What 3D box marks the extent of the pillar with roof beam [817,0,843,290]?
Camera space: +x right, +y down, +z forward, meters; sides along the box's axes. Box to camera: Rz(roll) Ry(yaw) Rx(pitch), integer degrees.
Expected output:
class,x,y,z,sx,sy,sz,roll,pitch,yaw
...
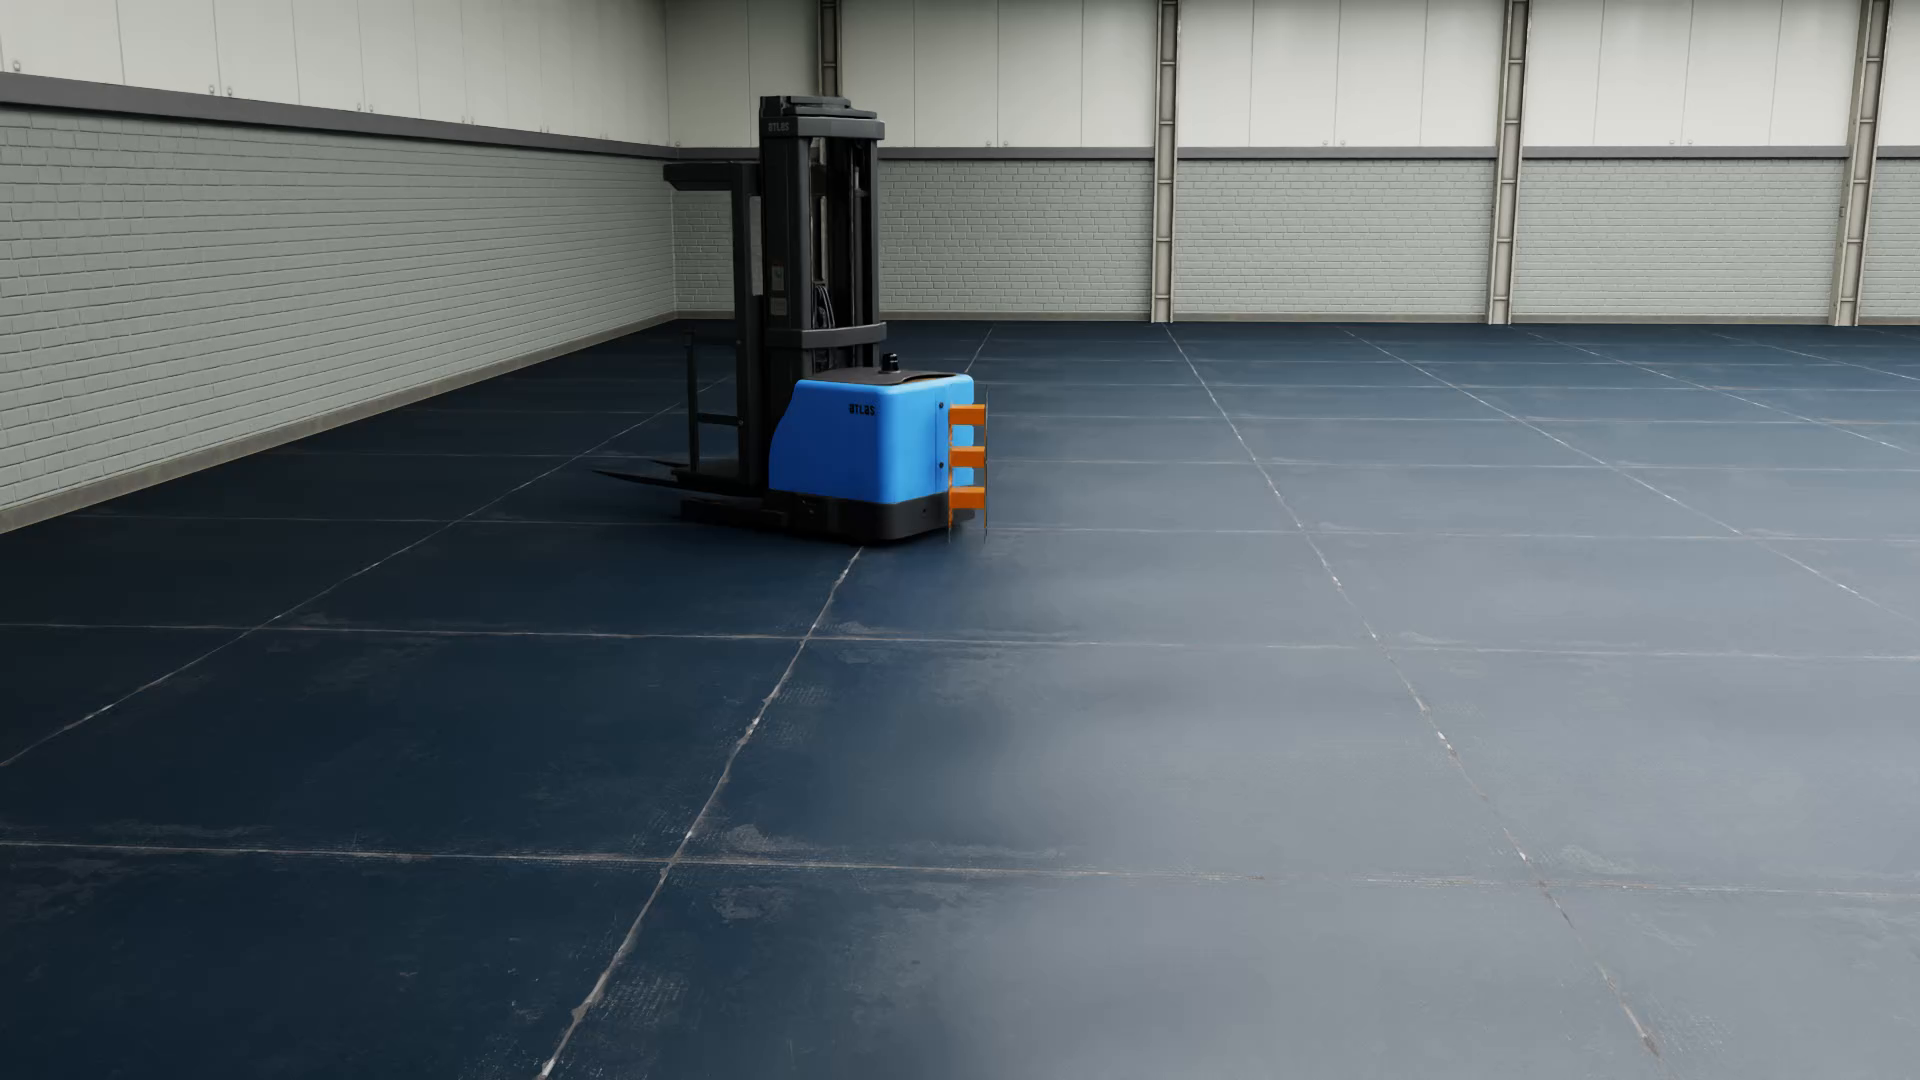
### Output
class,x,y,z,sx,sy,sz,roll,pitch,yaw
pillar with roof beam,-2.608,-7.579,25.522,0.400,9.000,9.100,1,12,4

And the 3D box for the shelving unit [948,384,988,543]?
class,x,y,z,sx,sy,sz,roll,pitch,yaw
shelving unit,0.053,-0.513,11.157,0.252,1.050,0.215,1,12,4

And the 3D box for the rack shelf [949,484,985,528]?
class,x,y,z,sx,sy,sz,roll,pitch,yaw
rack shelf,0.053,-0.231,11.216,0.240,0.259,0.215,1,12,4

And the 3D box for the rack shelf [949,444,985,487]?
class,x,y,z,sx,sy,sz,roll,pitch,yaw
rack shelf,0.053,-0.503,11.159,0.240,0.259,0.215,1,12,4

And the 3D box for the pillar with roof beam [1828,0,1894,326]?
class,x,y,z,sx,sy,sz,roll,pitch,yaw
pillar with roof beam,15.351,-7.333,24.344,0.400,9.000,9.100,1,12,4

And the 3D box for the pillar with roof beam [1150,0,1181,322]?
class,x,y,z,sx,sy,sz,roll,pitch,yaw
pillar with roof beam,3.378,-7.497,25.129,0.400,9.000,9.100,1,12,4

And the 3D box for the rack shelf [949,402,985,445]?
class,x,y,z,sx,sy,sz,roll,pitch,yaw
rack shelf,0.053,-0.781,11.101,0.240,0.259,0.215,1,12,4

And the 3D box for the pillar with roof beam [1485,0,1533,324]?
class,x,y,z,sx,sy,sz,roll,pitch,yaw
pillar with roof beam,9.365,-7.415,24.737,0.400,9.000,9.100,1,12,4

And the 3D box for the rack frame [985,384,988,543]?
class,x,y,z,sx,sy,sz,roll,pitch,yaw
rack frame,0.175,-0.511,11.149,0.008,1.050,0.200,1,12,4

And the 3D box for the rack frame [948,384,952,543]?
class,x,y,z,sx,sy,sz,roll,pitch,yaw
rack frame,-0.068,-0.515,11.165,0.008,1.050,0.200,1,12,4

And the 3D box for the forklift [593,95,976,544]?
class,x,y,z,sx,sy,sz,roll,pitch,yaw
forklift,-1.385,-1.624,11.871,3.031,2.935,1.130,8,14,35
